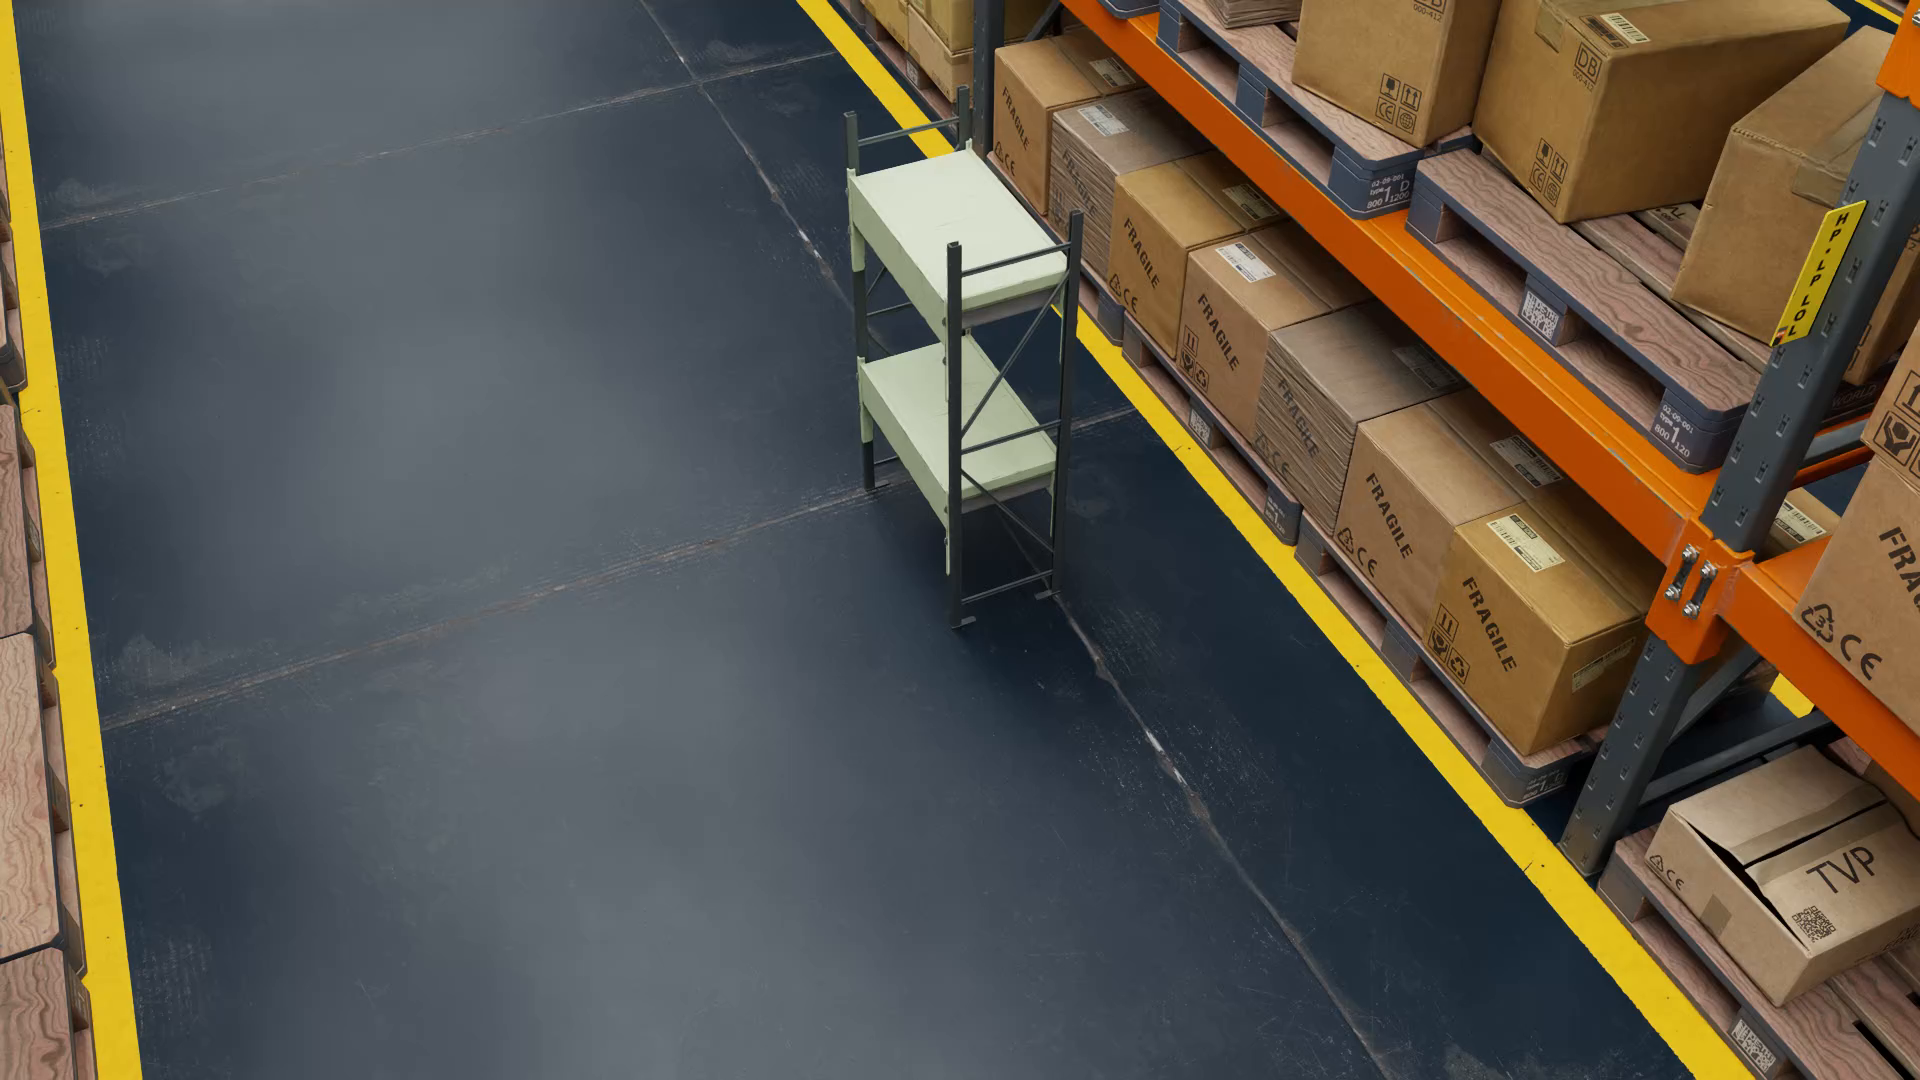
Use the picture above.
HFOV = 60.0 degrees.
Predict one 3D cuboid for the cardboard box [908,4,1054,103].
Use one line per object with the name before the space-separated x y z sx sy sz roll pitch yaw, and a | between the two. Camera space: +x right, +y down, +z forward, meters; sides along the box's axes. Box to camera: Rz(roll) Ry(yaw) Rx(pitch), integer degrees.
cardboard box | 0.091 -2.265 7.568 0.500 0.250 0.500 -17 47 -16

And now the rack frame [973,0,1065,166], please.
rack frame | 0.533 -2.831 6.483 1.000 3.000 0.127 -18 47 -17

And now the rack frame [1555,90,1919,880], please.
rack frame | 2.215 -0.282 3.900 1.000 3.000 0.127 -18 47 -17

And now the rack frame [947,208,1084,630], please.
rack frame | 0.151 -0.305 4.991 0.400 1.500 0.023 -18 47 -17

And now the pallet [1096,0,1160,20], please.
pallet | 0.882 -2.351 6.134 1.213 0.211 1.003 -18 47 -17

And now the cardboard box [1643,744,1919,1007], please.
cardboard box | 2.195 0.850 4.354 0.500 0.311 0.500 -18 47 -17

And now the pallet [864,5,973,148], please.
pallet | 0.222 -2.374 8.006 1.003 0.211 1.213 -18 47 -17

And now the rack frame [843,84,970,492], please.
rack frame | -0.157 -0.771 5.464 0.400 1.500 0.023 -18 47 -17

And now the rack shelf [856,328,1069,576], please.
rack shelf | -0.003 -0.306 5.457 0.431 0.370 0.720 -18 47 -17

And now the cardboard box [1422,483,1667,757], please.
cardboard box | 1.748 0.222 4.856 0.500 0.500 0.500 -18 47 -18

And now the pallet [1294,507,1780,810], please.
pallet | 1.839 0.204 5.393 1.003 0.211 1.213 -18 47 -17

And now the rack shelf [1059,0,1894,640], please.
rack shelf | 1.374 -1.300 5.444 1.077 0.370 4.000 -18 47 -17

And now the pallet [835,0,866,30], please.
pallet | -0.287 -3.151 8.793 1.003 0.211 1.213 -18 47 -17

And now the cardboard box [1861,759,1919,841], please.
cardboard box | 2.712 0.731 4.340 0.500 0.500 0.500 -18 47 -17

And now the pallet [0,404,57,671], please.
pallet | -3.593 0.112 5.486 1.003 0.211 1.213 -18 47 -17

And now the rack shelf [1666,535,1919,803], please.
rack shelf | 3.056 1.249 2.861 1.077 0.370 4.000 -18 47 -17

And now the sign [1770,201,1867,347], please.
sign | 1.713 -0.528 3.325 0.100 0.325 0.005 -18 47 -17

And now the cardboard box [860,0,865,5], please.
cardboard box | -0.338 -2.914 8.226 0.500 0.250 0.500 -17 47 -17

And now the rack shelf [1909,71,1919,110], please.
rack shelf | 3.056 0.181 1.807 1.077 0.370 4.000 -18 47 -17

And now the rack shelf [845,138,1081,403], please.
rack shelf | -0.003 -0.816 4.953 0.431 0.370 0.720 -18 47 -17

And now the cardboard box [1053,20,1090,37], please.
cardboard box | 0.579 -2.422 7.728 0.500 0.250 0.500 -18 47 -18

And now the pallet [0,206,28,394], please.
pallet | -4.253 -0.883 6.495 1.003 0.211 1.213 -18 47 -17

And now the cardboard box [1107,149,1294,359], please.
cardboard box | 0.897 -1.070 6.165 0.500 0.500 0.500 -19 48 -18

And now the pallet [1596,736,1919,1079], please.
pallet | 2.503 1.149 4.436 1.003 0.211 1.213 -18 47 -17

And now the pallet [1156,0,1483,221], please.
pallet | 1.355 -1.525 5.296 1.003 0.211 1.213 -18 47 -17

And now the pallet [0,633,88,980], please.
pallet | -3.084 0.889 4.699 1.003 0.211 1.213 -18 47 -17

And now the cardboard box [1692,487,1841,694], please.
cardboard box | 2.233 0.071 5.009 0.500 0.500 0.500 -20 48 -19

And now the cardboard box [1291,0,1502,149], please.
cardboard box | 1.416 -1.575 4.840 0.700 0.500 0.500 -30 52 -27

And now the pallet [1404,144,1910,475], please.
pallet | 1.978 -0.755 4.516 1.003 0.211 1.213 -18 47 -17

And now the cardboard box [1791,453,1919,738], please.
cardboard box | 2.182 0.088 3.454 0.500 0.500 0.500 -17 47 -16

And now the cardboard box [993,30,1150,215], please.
cardboard box | 0.465 -1.723 6.827 0.500 0.500 0.500 -16 47 -16

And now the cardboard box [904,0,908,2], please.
cardboard box | -0.135 -2.792 7.703 0.500 0.311 0.500 -19 48 -18

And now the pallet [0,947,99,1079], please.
pallet | -2.567 1.667 3.910 1.003 0.211 1.213 -18 47 -17

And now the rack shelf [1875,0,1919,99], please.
rack shelf | 1.374 -2.368 4.391 1.077 0.370 4.000 -18 47 -17

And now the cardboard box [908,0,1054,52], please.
cardboard box | 0.090 -2.462 7.369 0.500 0.311 0.500 -17 47 -16

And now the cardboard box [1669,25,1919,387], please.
cardboard box | 2.219 -0.835 4.090 0.700 0.500 0.500 -34 54 -30

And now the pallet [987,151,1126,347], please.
pallet | 0.813 -1.351 6.969 1.003 0.211 1.213 -18 47 -17

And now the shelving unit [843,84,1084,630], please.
shelving unit | -0.003 -0.538 5.228 0.431 1.500 0.755 -18 47 -17

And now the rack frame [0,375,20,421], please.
rack frame | -3.963 -1.370 5.003 1.000 3.000 0.127 -18 47 -17

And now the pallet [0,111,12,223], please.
pallet | -4.762 -1.659 7.281 1.003 0.211 1.213 -18 47 -17

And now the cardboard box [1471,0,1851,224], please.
cardboard box | 1.872 -1.254 4.515 0.700 0.500 0.500 -11 46 -11

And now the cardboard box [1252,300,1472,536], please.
cardboard box | 1.337 -0.416 5.502 0.500 0.500 0.500 -17 47 -17

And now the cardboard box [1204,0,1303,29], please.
cardboard box | 1.112 -2.009 5.280 0.700 0.500 0.500 -10 45 -10

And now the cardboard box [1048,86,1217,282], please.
cardboard box | 0.691 -1.391 6.491 0.500 0.500 0.500 -20 48 -19

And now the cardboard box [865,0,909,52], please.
cardboard box | -0.129 -2.592 7.900 0.500 0.250 0.500 -19 48 -18

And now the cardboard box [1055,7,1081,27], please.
cardboard box | 0.579 -2.622 7.531 0.500 0.311 0.500 -17 47 -16

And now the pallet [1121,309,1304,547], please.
pallet | 1.322 -0.575 6.182 1.003 0.211 1.213 -18 47 -17

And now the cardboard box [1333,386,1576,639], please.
cardboard box | 1.547 -0.096 5.178 0.500 0.500 0.500 -18 47 -17

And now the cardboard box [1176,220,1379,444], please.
cardboard box | 1.121 -0.739 5.830 0.500 0.500 0.500 -20 48 -19

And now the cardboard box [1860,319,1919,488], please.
cardboard box | 2.158 -0.290 3.125 0.500 0.500 0.500 -17 47 -16
